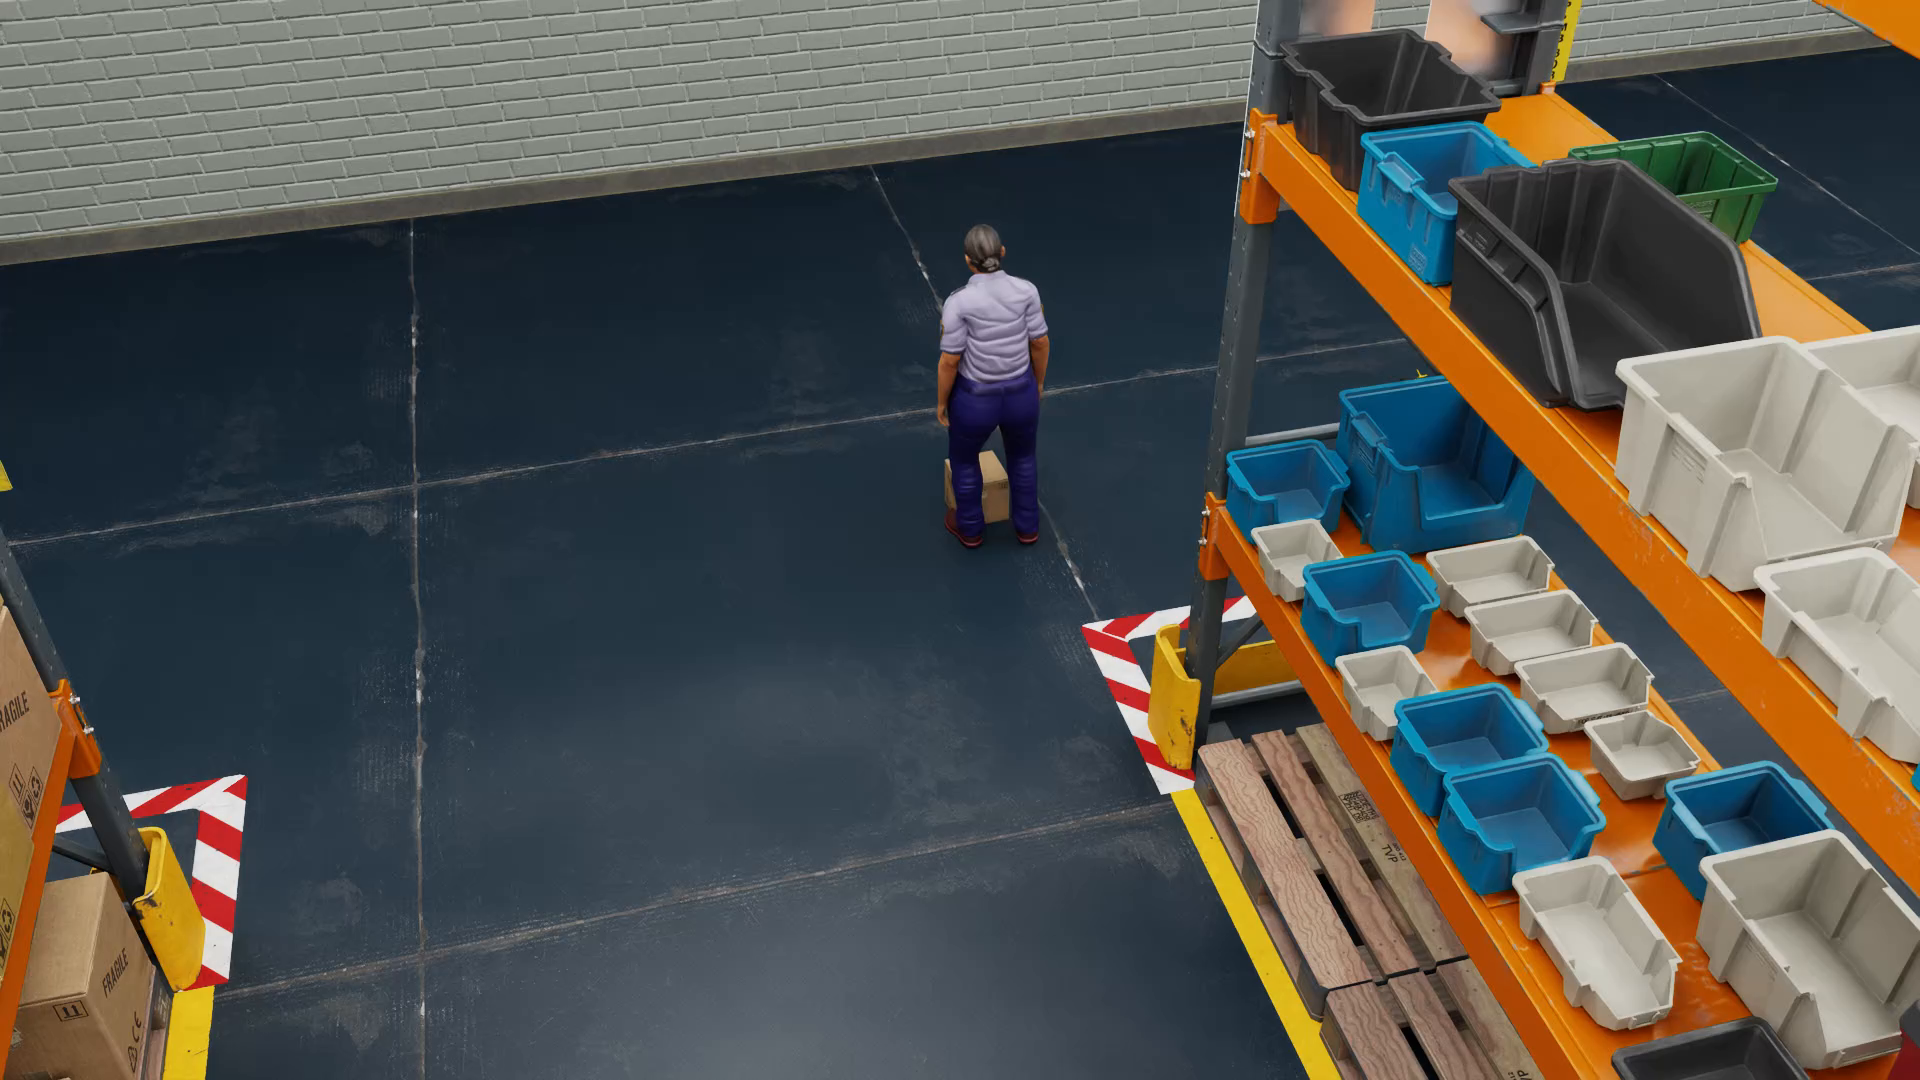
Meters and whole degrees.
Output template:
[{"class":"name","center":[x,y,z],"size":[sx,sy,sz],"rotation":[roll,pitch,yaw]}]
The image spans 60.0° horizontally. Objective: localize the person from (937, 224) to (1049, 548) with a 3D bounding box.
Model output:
[{"class":"person","center":[0.144,-0.671,7.567],"size":[0.549,1.650,0.425],"rotation":[-11,40,-14]}]
